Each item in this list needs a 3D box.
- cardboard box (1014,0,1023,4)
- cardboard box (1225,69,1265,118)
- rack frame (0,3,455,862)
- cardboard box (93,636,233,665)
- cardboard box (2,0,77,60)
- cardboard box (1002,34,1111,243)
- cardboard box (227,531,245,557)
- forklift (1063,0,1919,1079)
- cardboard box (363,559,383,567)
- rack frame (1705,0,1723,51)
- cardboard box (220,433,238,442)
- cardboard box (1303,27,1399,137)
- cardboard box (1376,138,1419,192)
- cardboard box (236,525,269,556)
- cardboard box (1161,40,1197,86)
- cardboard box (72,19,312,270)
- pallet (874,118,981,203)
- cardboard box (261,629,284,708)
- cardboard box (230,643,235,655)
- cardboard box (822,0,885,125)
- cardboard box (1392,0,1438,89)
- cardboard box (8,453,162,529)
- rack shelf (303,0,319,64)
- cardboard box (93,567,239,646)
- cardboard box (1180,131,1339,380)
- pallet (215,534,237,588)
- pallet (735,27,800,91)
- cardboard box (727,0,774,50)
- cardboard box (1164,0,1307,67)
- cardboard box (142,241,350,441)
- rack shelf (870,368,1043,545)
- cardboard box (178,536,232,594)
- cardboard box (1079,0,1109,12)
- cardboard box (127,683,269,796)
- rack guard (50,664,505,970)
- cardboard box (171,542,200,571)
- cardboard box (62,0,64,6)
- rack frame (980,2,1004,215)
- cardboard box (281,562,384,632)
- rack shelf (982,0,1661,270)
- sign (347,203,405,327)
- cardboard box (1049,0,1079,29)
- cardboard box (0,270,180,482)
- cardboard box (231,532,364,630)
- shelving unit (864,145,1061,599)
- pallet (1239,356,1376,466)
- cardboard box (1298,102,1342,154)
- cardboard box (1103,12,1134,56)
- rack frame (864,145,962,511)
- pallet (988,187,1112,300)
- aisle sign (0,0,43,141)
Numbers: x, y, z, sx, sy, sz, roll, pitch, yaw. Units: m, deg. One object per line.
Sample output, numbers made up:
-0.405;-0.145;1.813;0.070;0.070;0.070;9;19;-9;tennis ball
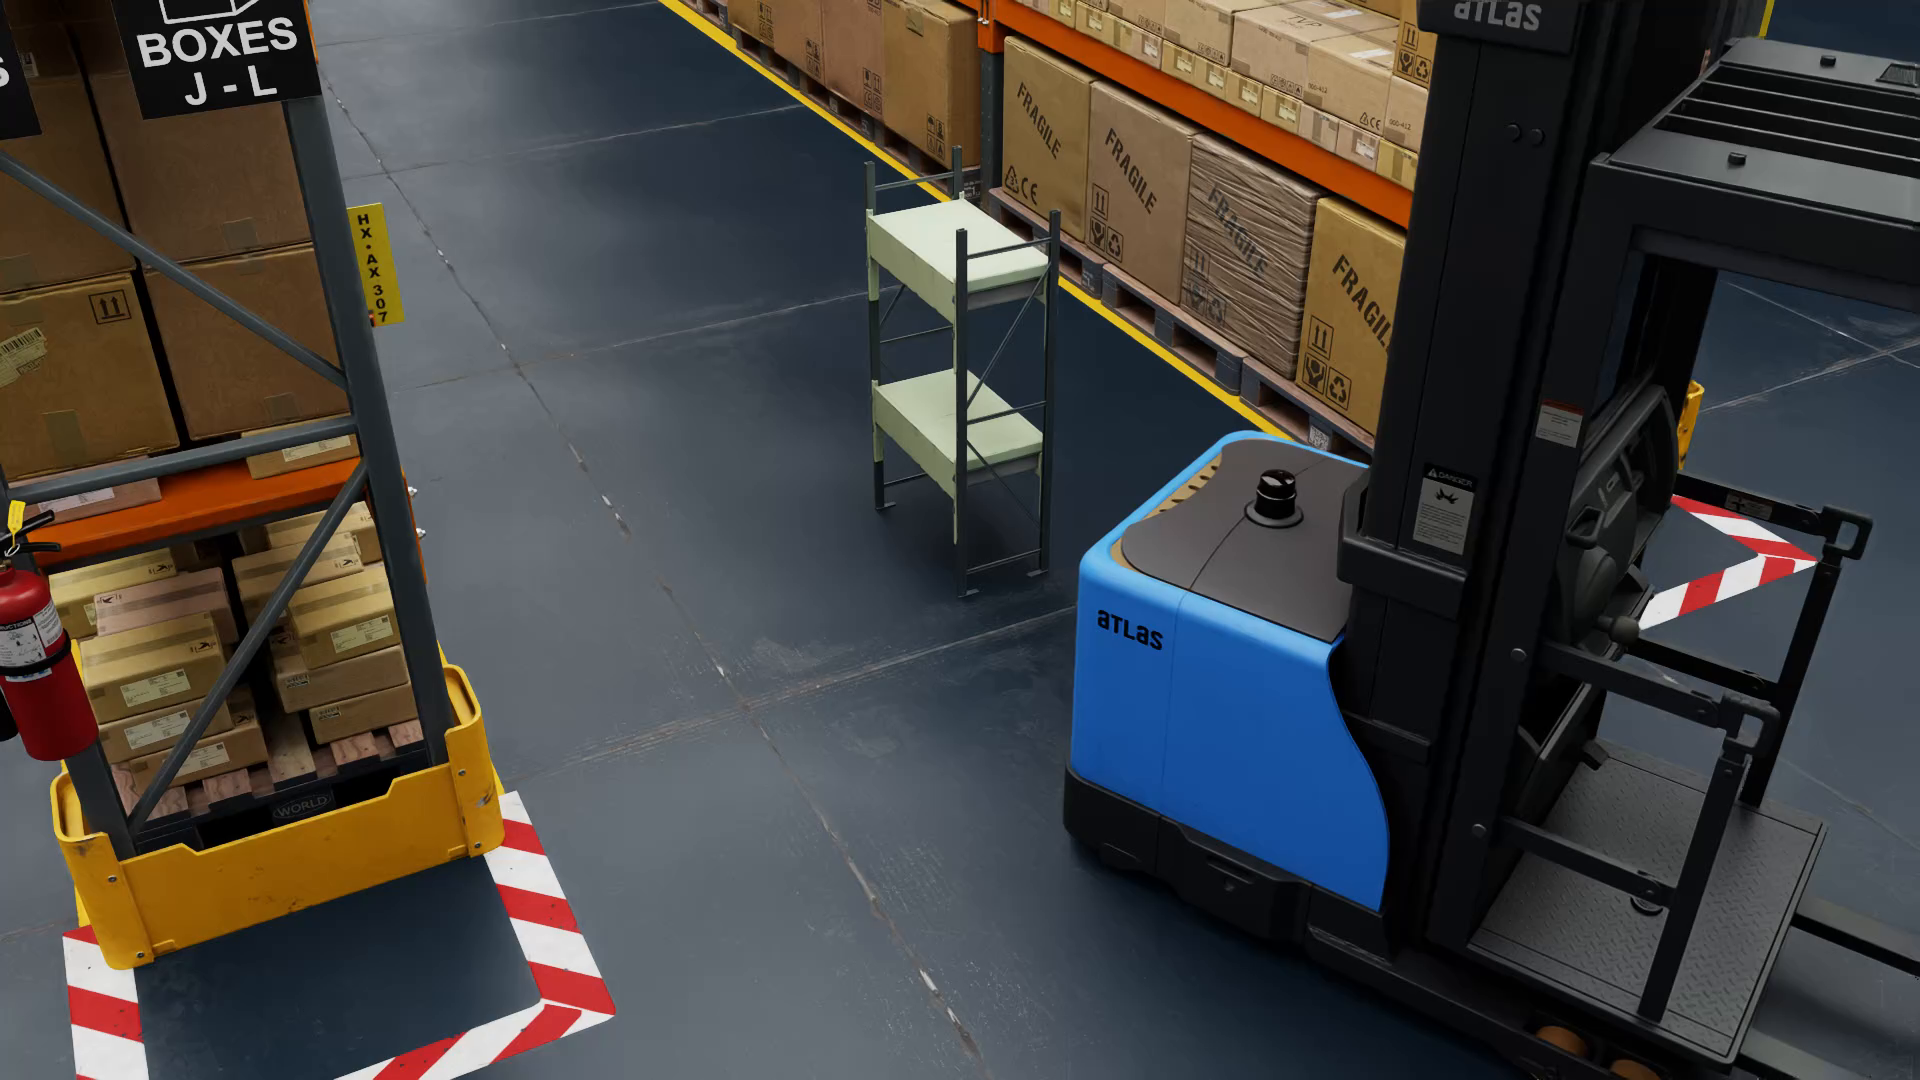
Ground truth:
0.432;-2.977;8.849;0.380;0.149;0.250;-16;36;-23;cardboard box
1.397;-1.991;7.309;0.380;0.149;0.250;-16;36;-23;cardboard box
-1.982;-0.199;4.281;1.000;3.000;0.127;-16;36;-23;rack frame
-2.555;0.381;5.353;0.380;0.149;0.250;-17;36;-24;cardboard box
-2.651;-1.185;4.524;0.500;0.500;0.500;-17;36;-25;cardboard box
0.825;-2.255;9.069;0.875;0.875;0.875;-16;36;-23;cardboard box
-2.501;-0.108;6.115;0.380;0.149;0.250;-18;37;-25;cardboard box
1.818;-0.030;4.079;3.031;2.935;1.130;21;38;29;forklift
-2.282;0.123;6.031;0.380;0.149;0.250;-15;36;-23;cardboard box
4.970;-4.553;11.077;1.000;3.000;0.127;-16;36;-23;rack frame
-1.998;-0.442;4.892;0.380;0.149;0.250;-15;35;-21;cardboard box
1.756;-1.868;6.748;0.500;0.250;0.500;-17;36;-24;cardboard box
1.873;-1.504;6.549;0.380;0.149;0.250;-15;36;-23;cardboard box
-2.354;-0.113;5.848;0.380;0.149;0.250;-18;37;-25;cardboard box
1.160;-2.233;7.688;0.380;0.149;0.250;-17;36;-24;cardboard box
-1.956;-1.069;4.342;0.500;0.500;0.500;-16;36;-23;cardboard box
0.162;-2.483;10.430;1.003;0.211;1.213;-16;36;-23;pallet
-2.137;0.389;5.615;0.380;0.149;0.250;-16;36;-23;cardboard box
-2.668;0.380;5.629;0.380;0.149;0.250;-16;36;-23;cardboard box
-0.145;-3.316;10.726;1.225;0.875;0.875;-17;36;-25;cardboard box
1.993;-1.943;6.170;0.500;0.500;0.500;-15;36;-23;cardboard box
-2.384;-0.178;4.480;0.380;0.149;0.250;-16;36;-23;cardboard box
-2.914;-2.114;5.155;1.077;0.370;4.000;-16;36;-23;rack shelf
-2.519;0.250;5.280;0.380;0.149;0.250;-15;36;-22;cardboard box
1.660;-1.400;7.736;0.875;0.875;0.875;-16;36;-23;cardboard box
-2.930;-0.040;6.616;1.003;0.211;1.213;-16;36;-23;pallet
-0.976;-3.647;12.247;1.003;0.211;1.213;-16;36;-23;pallet
-0.974;-4.164;12.049;1.225;0.875;0.875;-18;37;-25;cardboard box
1.272;-2.358;7.513;0.500;0.250;0.500;-16;36;-23;cardboard box
-1.947;-0.650;4.616;0.500;0.500;0.500;-14;35;-21;cardboard box
-0.003;-0.360;6.526;0.431;0.370;0.720;-16;36;-23;rack shelf
-2.759;0.117;5.764;0.380;0.149;0.250;-16;36;-24;cardboard box
0.803;-2.841;8.267;0.500;0.250;0.500;-16;36;-23;cardboard box
-2.412;0.625;5.247;0.380;0.149;0.250;-15;36;-22;cardboard box
-2.017;0.817;5.012;1.175;0.500;0.348;-16;36;-23;rack guard
-2.817;0.019;5.641;0.380;0.149;0.250;-17;37;-25;cardboard box
-3.597;-2.176;6.071;0.500;0.500;0.500;-17;36;-25;cardboard box
0.588;-3.308;9.132;1.000;3.000;0.127;-16;36;-23;rack frame
-2.077;0.239;5.573;0.380;0.149;0.250;-16;36;-23;cardboard box
1.521;-2.050;7.836;1.077;0.370;4.000;-16;36;-23;rack shelf
-1.502;-0.700;4.260;0.100;0.325;0.005;-16;36;-23;sign
0.678;-2.726;8.457;0.380;0.149;0.250;-15;35;-22;cardboard box
-2.419;-0.516;4.407;0.500;0.500;0.500;-15;36;-22;cardboard box
-2.161;0.137;5.458;0.380;0.149;0.250;-15;36;-22;cardboard box
-0.003;-0.635;6.350;0.431;1.500;0.755;-16;36;-23;shelving unit
2.011;-0.586;7.470;1.003;0.211;1.213;-16;36;-23;pallet
1.641;-1.744;6.924;0.380;0.149;0.250;-15;36;-22;cardboard box
0.921;-2.479;8.072;0.380;0.149;0.250;-16;36;-24;cardboard box
-0.174;-0.809;6.623;0.400;1.500;0.023;-16;36;-23;rack frame
0.873;-1.751;9.287;1.003;0.211;1.213;-16;36;-23;pallet
-2.213;-1.184;3.407;0.394;0.787;0.004;-16;36;-23;aisle sign
